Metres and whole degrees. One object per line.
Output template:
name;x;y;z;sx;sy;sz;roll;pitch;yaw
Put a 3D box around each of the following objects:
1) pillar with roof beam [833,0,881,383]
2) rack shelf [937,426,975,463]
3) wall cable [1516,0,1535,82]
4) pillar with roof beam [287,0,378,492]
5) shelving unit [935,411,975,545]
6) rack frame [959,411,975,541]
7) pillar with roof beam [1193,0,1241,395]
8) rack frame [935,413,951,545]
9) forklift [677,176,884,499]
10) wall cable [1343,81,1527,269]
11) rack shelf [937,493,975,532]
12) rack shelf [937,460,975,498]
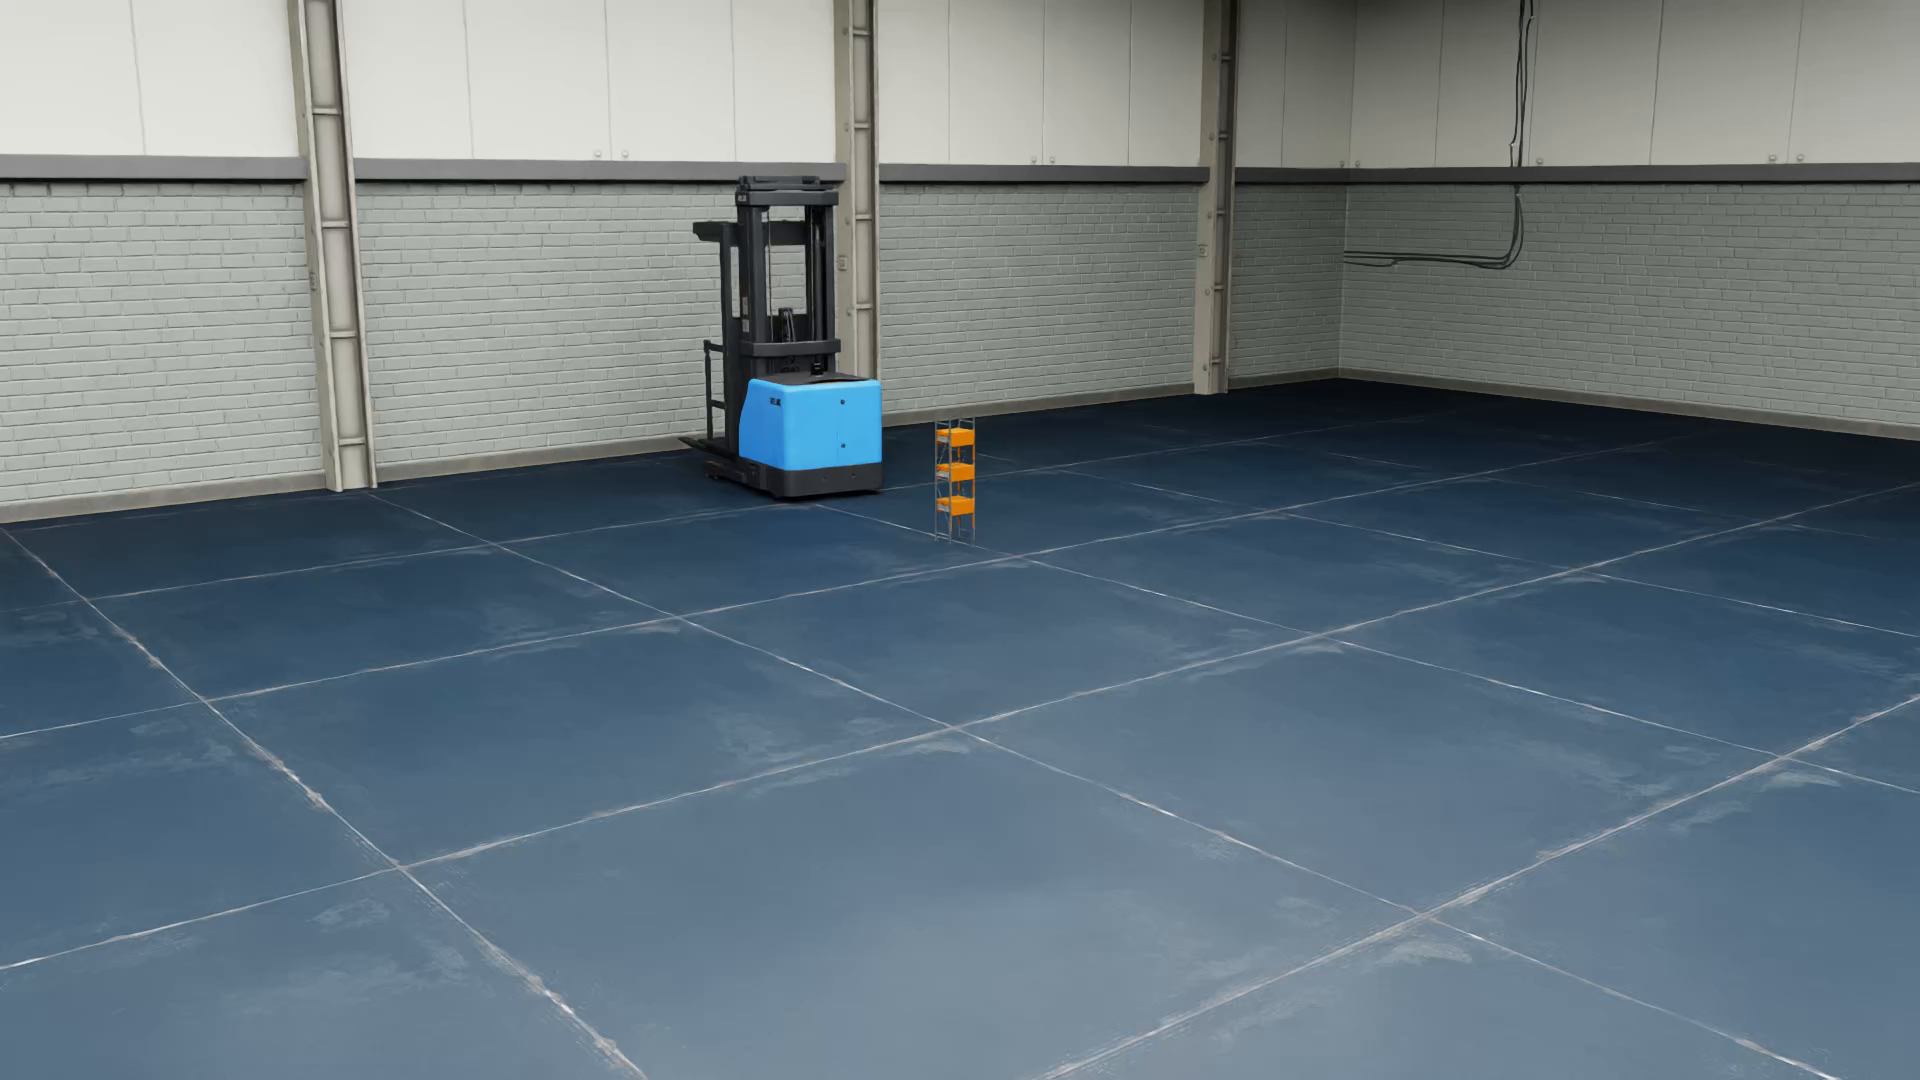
pillar with roof beam;1.516;-4.989;15.459;0.400;9.000;9.100;-9;15;-38
rack shelf;-0.042;-0.774;13.430;0.240;0.259;0.215;-9;15;-38
wall cable;8.328;-7.146;20.936;0.112;2.526;3.097;-9;15;-38
pillar with roof beam;-3.169;-4.210;11.793;0.400;9.000;9.100;-9;15;-38
shelving unit;-0.042;-0.507;13.487;0.252;1.050;0.215;-9;15;-38
rack frame;0.053;-0.522;13.562;0.008;1.050;0.200;-9;15;-38
pillar with roof beam;6.201;-5.768;19.126;0.400;9.000;9.100;-9;15;-38
rack frame;-0.137;-0.491;13.412;0.008;1.050;0.200;-9;15;-38
forklift;-1.922;-2.073;16.337;1.130;2.935;3.031;-7;14;-31
wall cable;6.638;-5.115;23.527;0.112;2.526;3.097;-9;15;-38
rack shelf;-0.042;-0.224;13.547;0.240;0.259;0.215;-9;15;-38
rack shelf;-0.042;-0.496;13.489;0.240;0.259;0.215;-9;15;-38
